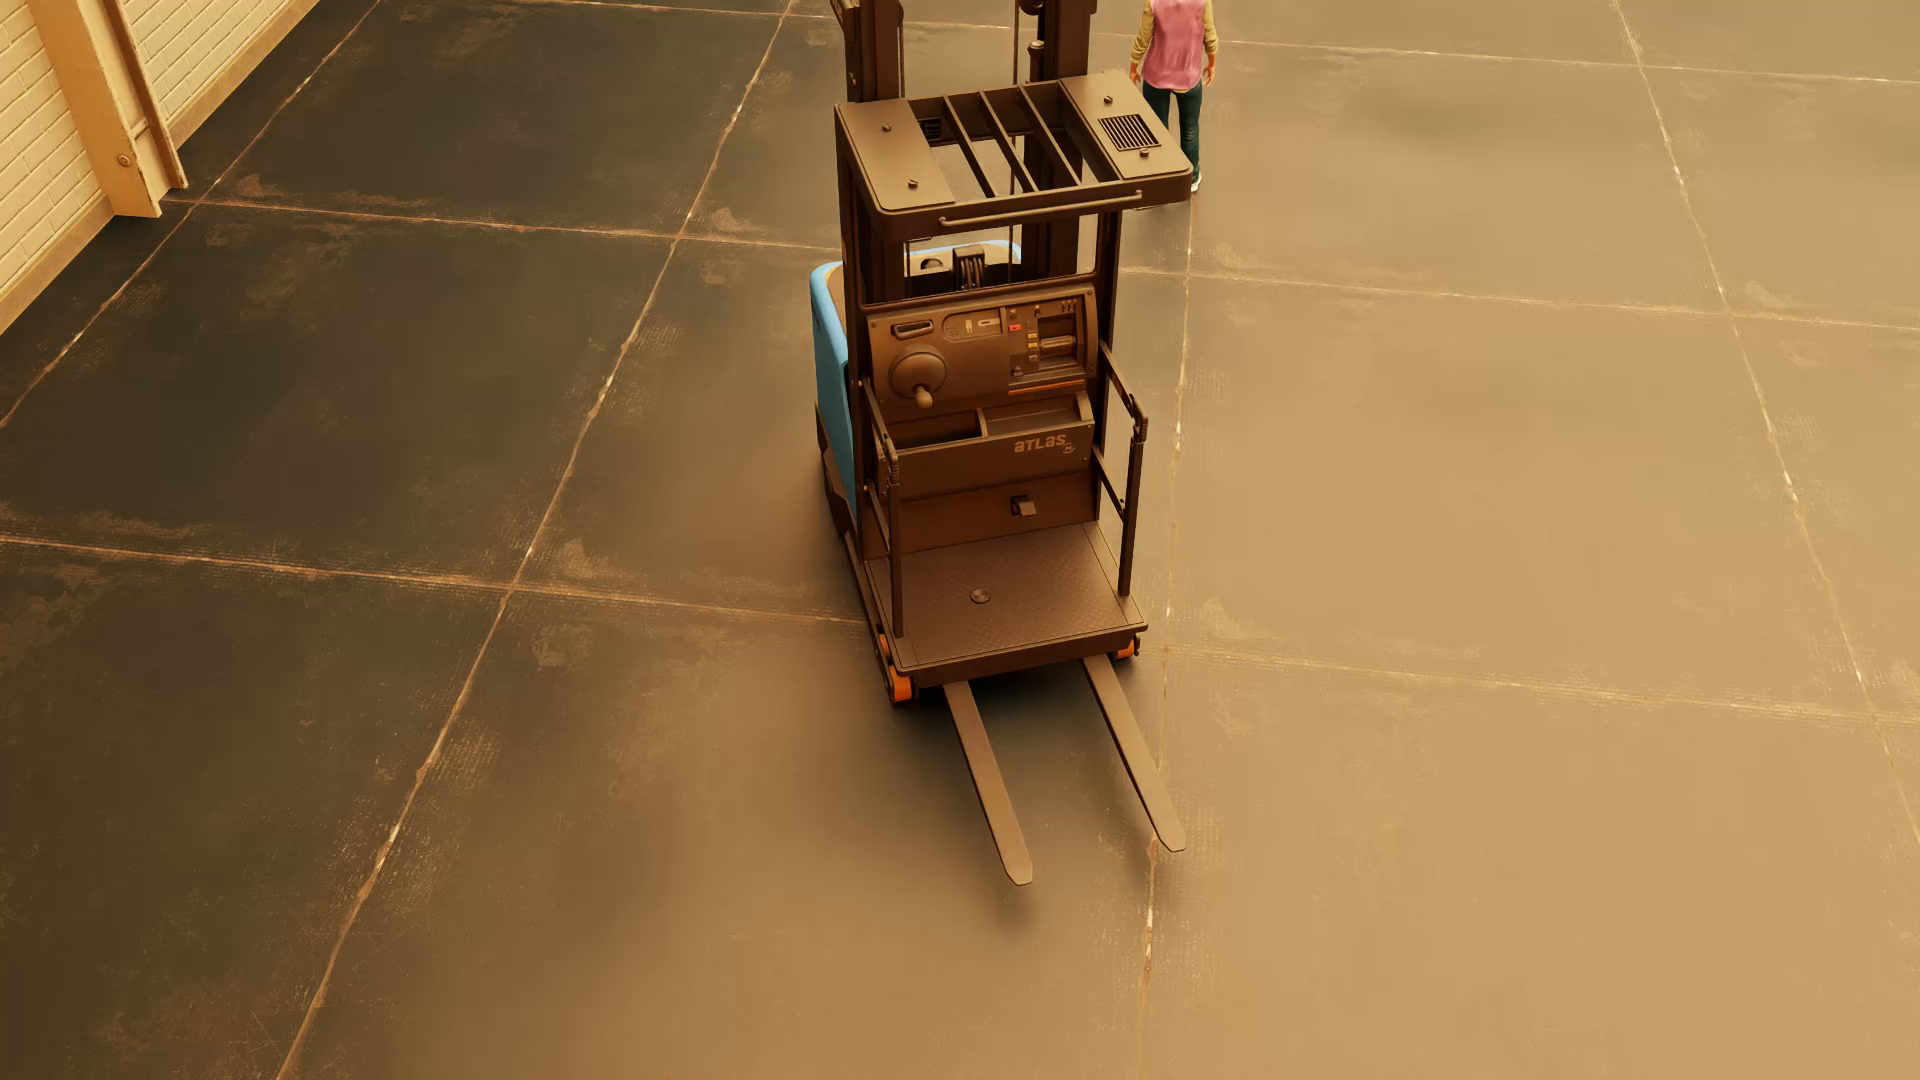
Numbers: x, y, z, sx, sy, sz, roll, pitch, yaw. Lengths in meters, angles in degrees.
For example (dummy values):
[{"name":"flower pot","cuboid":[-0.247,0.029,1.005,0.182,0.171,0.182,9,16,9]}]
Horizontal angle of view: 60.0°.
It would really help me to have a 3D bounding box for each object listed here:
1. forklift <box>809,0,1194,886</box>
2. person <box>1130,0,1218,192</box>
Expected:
[{"name":"forklift","cuboid":[0.153,-0.681,6.465,1.130,2.935,3.031,-10,44,-11]},{"name":"person","cuboid":[1.235,-2.723,9.663,0.520,1.596,0.475,0,43,0]}]
